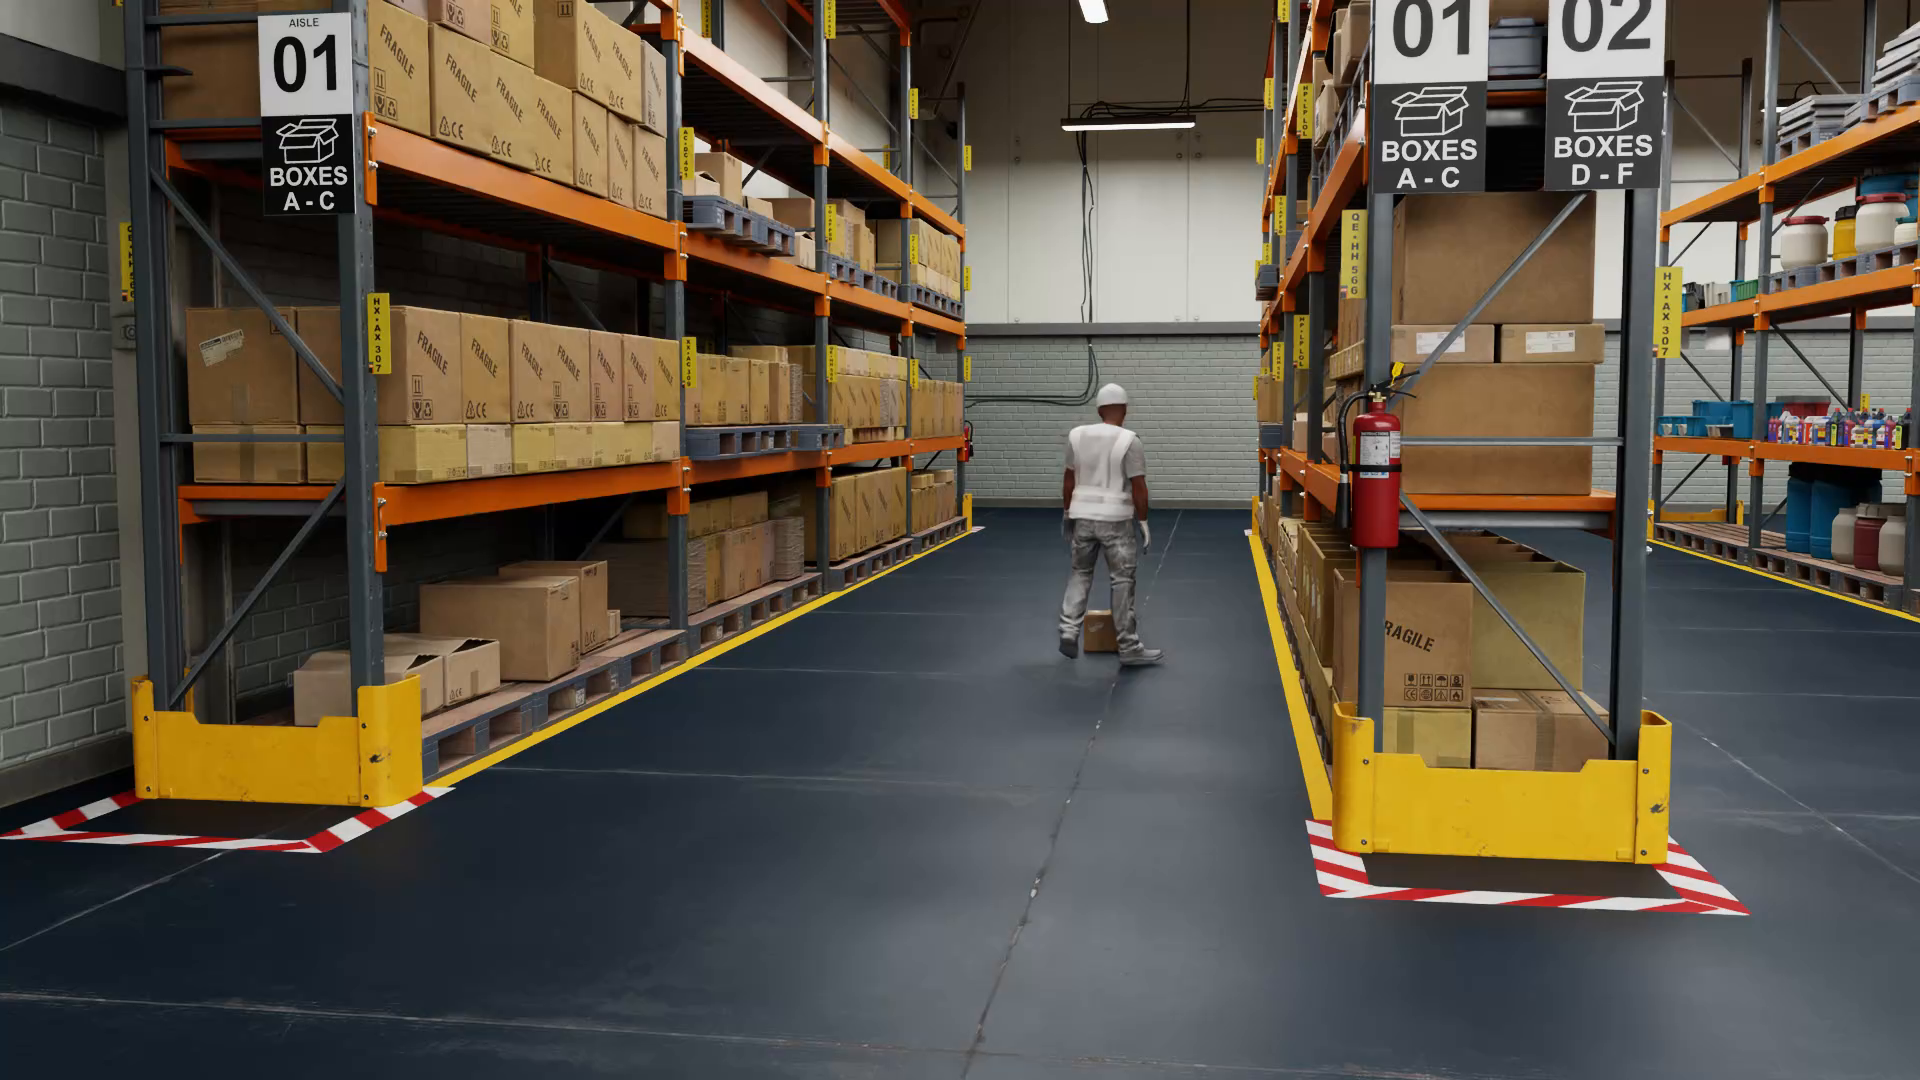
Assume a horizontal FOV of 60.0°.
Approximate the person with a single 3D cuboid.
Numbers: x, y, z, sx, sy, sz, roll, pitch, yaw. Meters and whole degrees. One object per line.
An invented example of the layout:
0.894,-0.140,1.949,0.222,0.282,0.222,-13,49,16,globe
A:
0.944,-0.103,10.700,0.684,1.800,0.411,3,5,35,person
